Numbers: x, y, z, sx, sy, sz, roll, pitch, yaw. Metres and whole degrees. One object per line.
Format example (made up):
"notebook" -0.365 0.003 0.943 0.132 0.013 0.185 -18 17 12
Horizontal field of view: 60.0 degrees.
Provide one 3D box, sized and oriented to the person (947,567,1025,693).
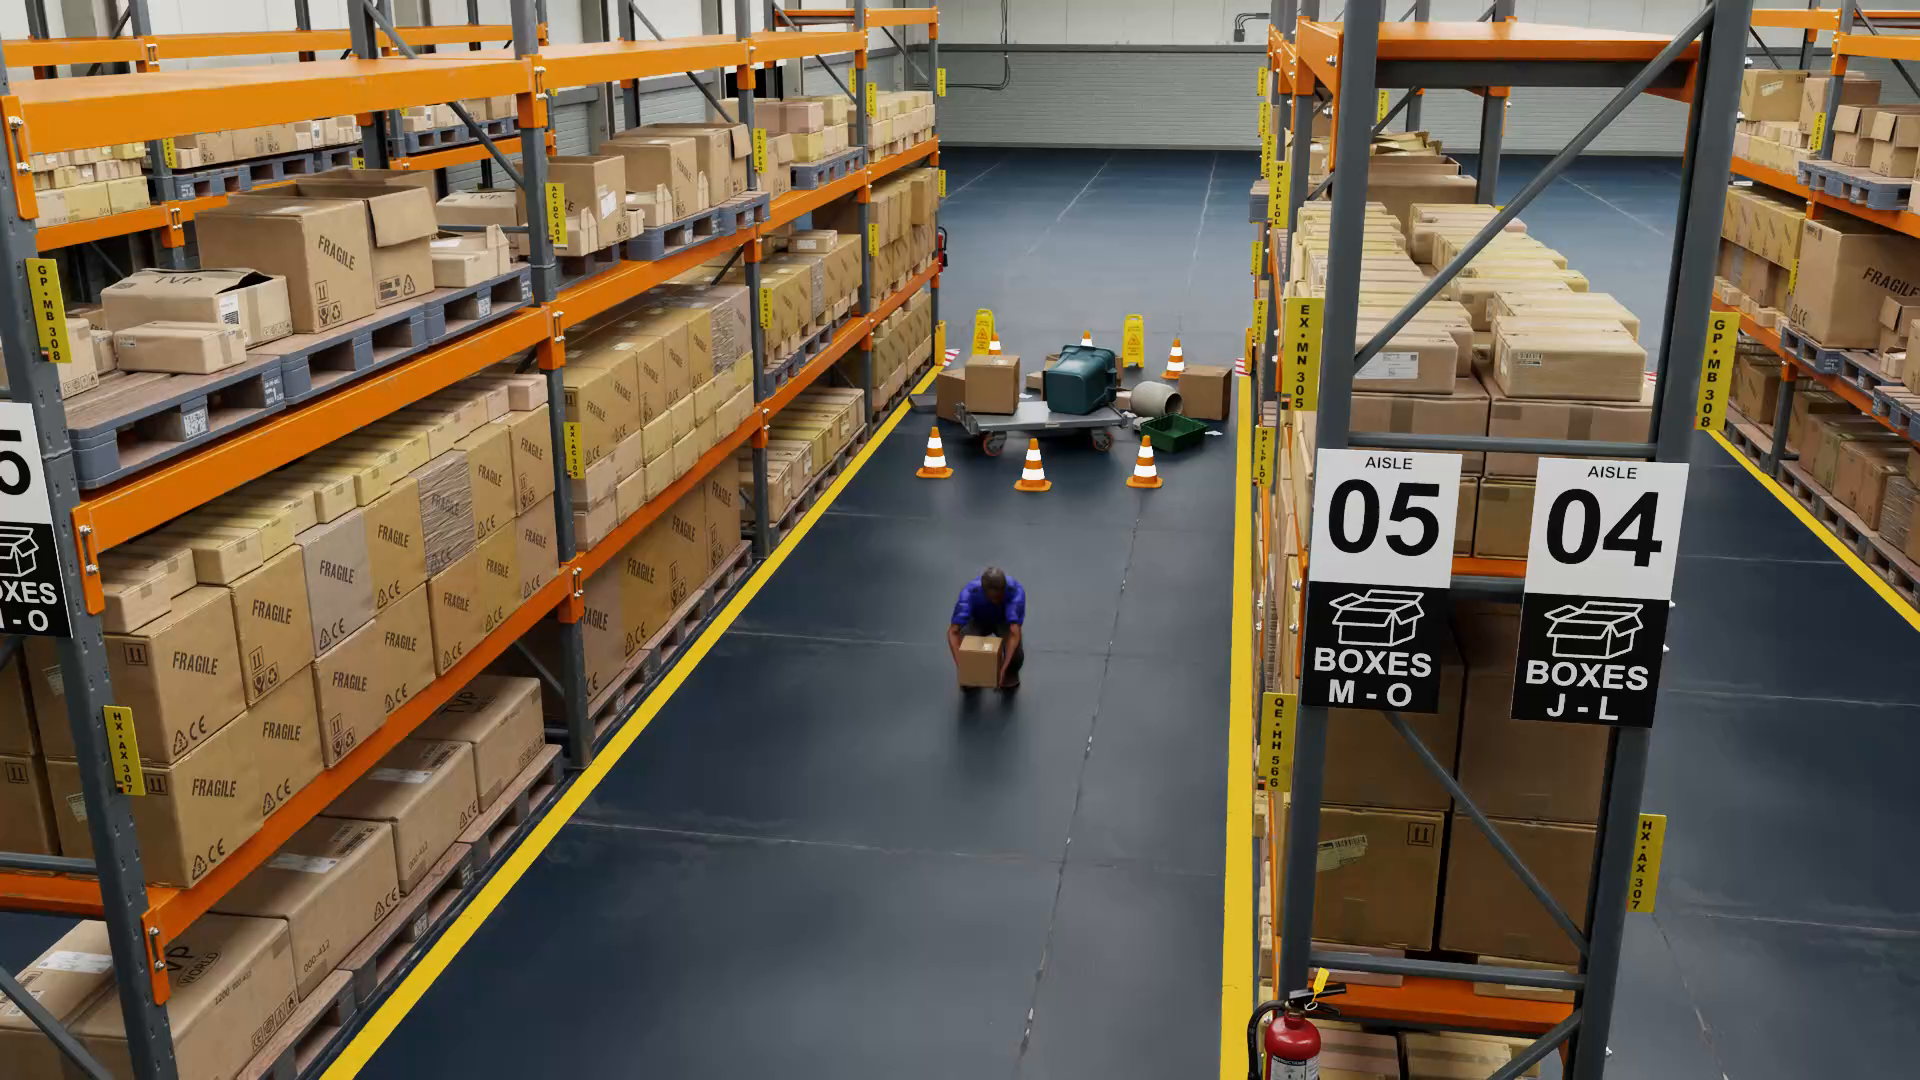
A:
"person" 0.188 0.565 11.038 0.498 0.925 0.819 3 18 9
